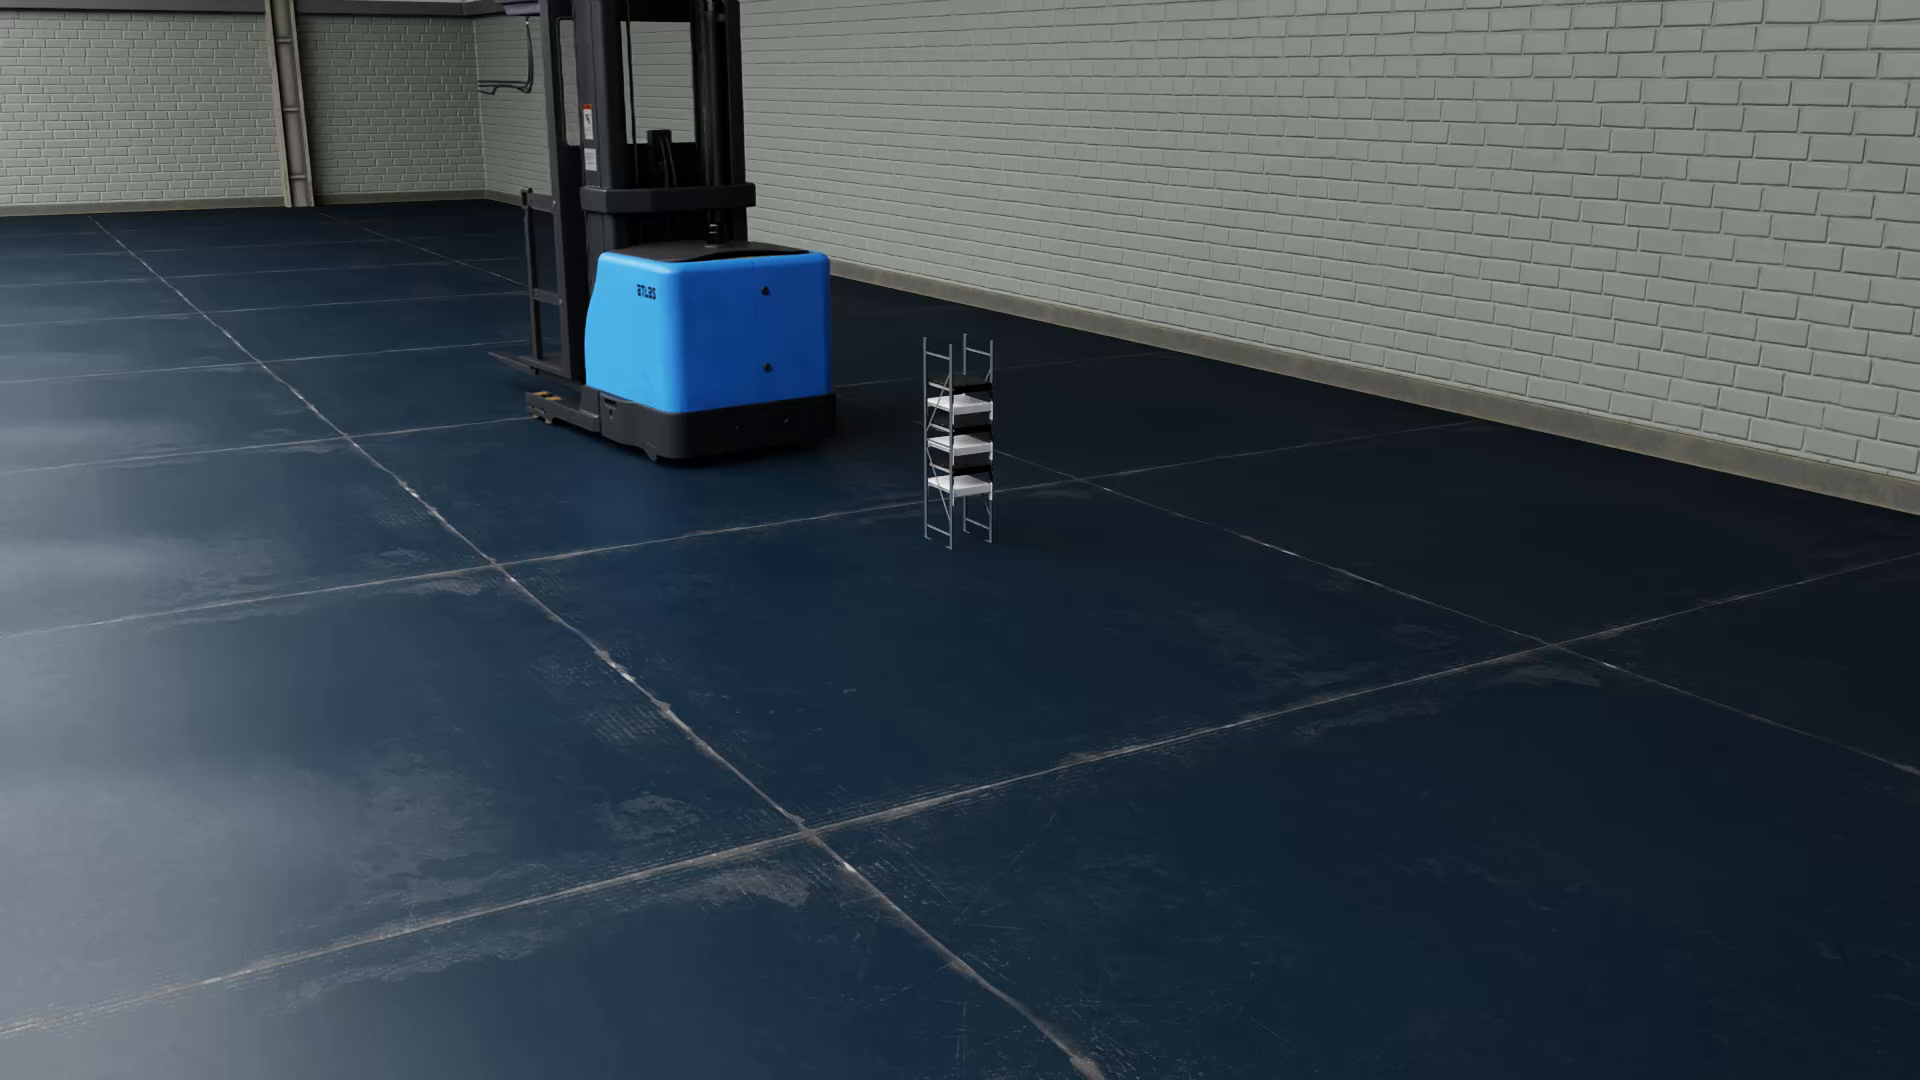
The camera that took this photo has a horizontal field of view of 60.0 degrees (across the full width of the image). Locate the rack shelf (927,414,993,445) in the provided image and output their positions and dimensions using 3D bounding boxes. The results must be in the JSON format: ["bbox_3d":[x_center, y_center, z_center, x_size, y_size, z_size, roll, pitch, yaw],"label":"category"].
[{"bbox_3d":[-0.007,-0.487,7.269,0.200,0.077,0.258,-9,18,-30],"label":"rack shelf"}]

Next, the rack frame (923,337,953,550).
[{"bbox_3d":[-0.094,-0.418,7.234,0.006,0.900,0.240,-9,18,-30],"label":"rack frame"}]

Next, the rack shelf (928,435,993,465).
[{"bbox_3d":[-0.007,-0.400,7.293,0.200,0.077,0.258,-9,18,-30],"label":"rack shelf"}]

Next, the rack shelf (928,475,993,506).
[{"bbox_3d":[-0.007,-0.227,7.342,0.200,0.077,0.258,-9,18,-30],"label":"rack shelf"}]

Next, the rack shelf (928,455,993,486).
[{"bbox_3d":[-0.007,-0.313,7.318,0.200,0.077,0.258,-9,18,-30],"label":"rack shelf"}]

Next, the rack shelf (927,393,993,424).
[{"bbox_3d":[-0.007,-0.573,7.245,0.200,0.077,0.258,-9,18,-30],"label":"rack shelf"}]

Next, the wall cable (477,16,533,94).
[{"bbox_3d":[-7.165,-8.185,25.690,0.112,2.526,3.097,-9,18,-30],"label":"wall cable"}]

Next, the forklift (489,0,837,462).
[{"bbox_3d":[-1.961,-2.165,9.705,1.130,2.935,3.031,-11,19,-35],"label":"forklift"}]

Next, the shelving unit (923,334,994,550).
[{"bbox_3d":[-0.007,-0.432,7.284,0.210,0.900,0.258,-9,18,-30],"label":"shelving unit"}]

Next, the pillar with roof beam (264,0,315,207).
[{"bbox_3d":[-8.154,-8.581,21.348,0.400,9.000,9.100,-9,18,-30],"label":"pillar with roof beam"}]

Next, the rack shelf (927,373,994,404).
[{"bbox_3d":[-0.007,-0.660,7.220,0.200,0.077,0.258,-9,18,-30],"label":"rack shelf"}]

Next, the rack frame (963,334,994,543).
[{"bbox_3d":[0.080,-0.446,7.335,0.006,0.900,0.240,-9,18,-30],"label":"rack frame"}]
